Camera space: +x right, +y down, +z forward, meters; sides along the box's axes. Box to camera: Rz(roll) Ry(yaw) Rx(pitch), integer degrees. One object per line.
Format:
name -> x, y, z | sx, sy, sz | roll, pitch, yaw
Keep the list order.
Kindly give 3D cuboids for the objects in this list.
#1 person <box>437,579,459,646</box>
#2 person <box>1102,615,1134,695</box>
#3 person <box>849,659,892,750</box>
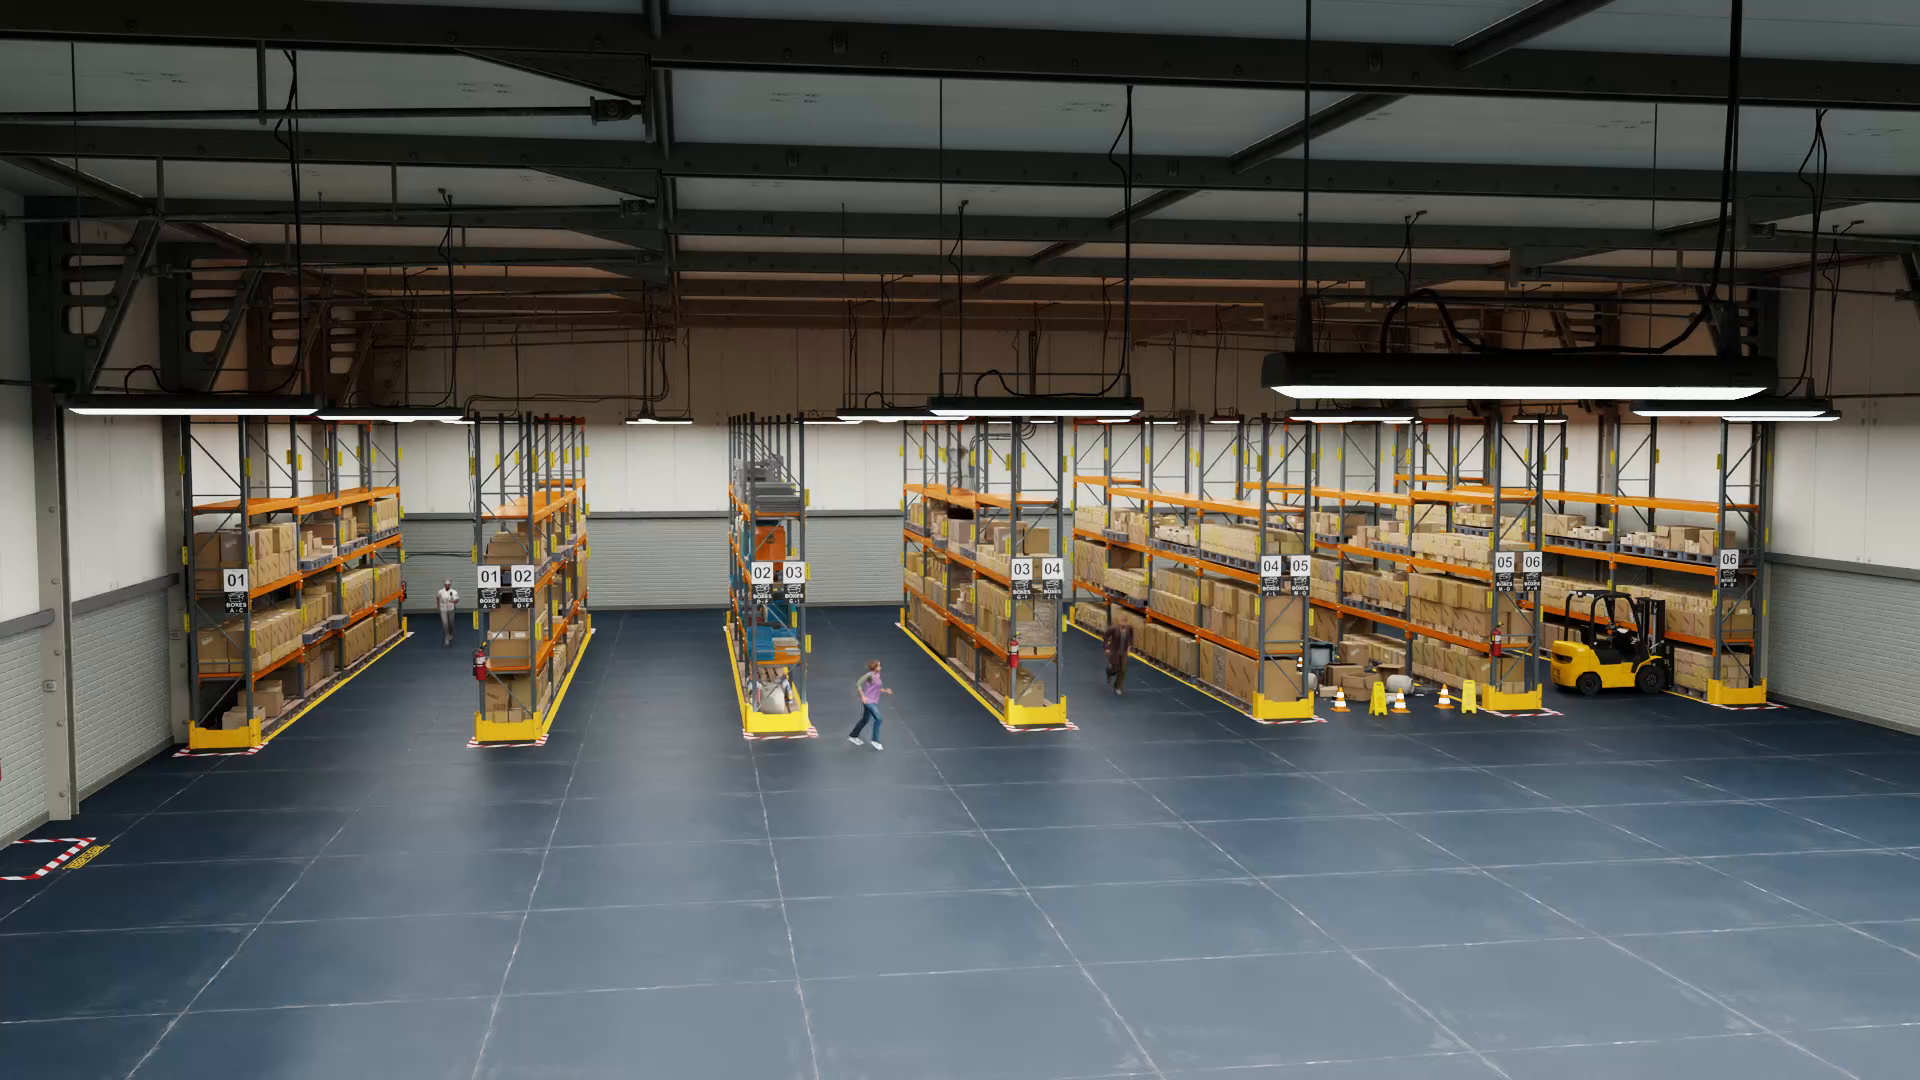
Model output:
person -> -13.495, 1.879, 43.830 | 0.559, 1.716, 0.885 | -1, 4, -19
person -> 3.388, 2.450, 35.913 | 0.710, 1.723, 0.861 | -2, 4, -22
person -> -1.605, 2.931, 29.579 | 0.815, 1.637, 0.471 | 1, 4, 15
